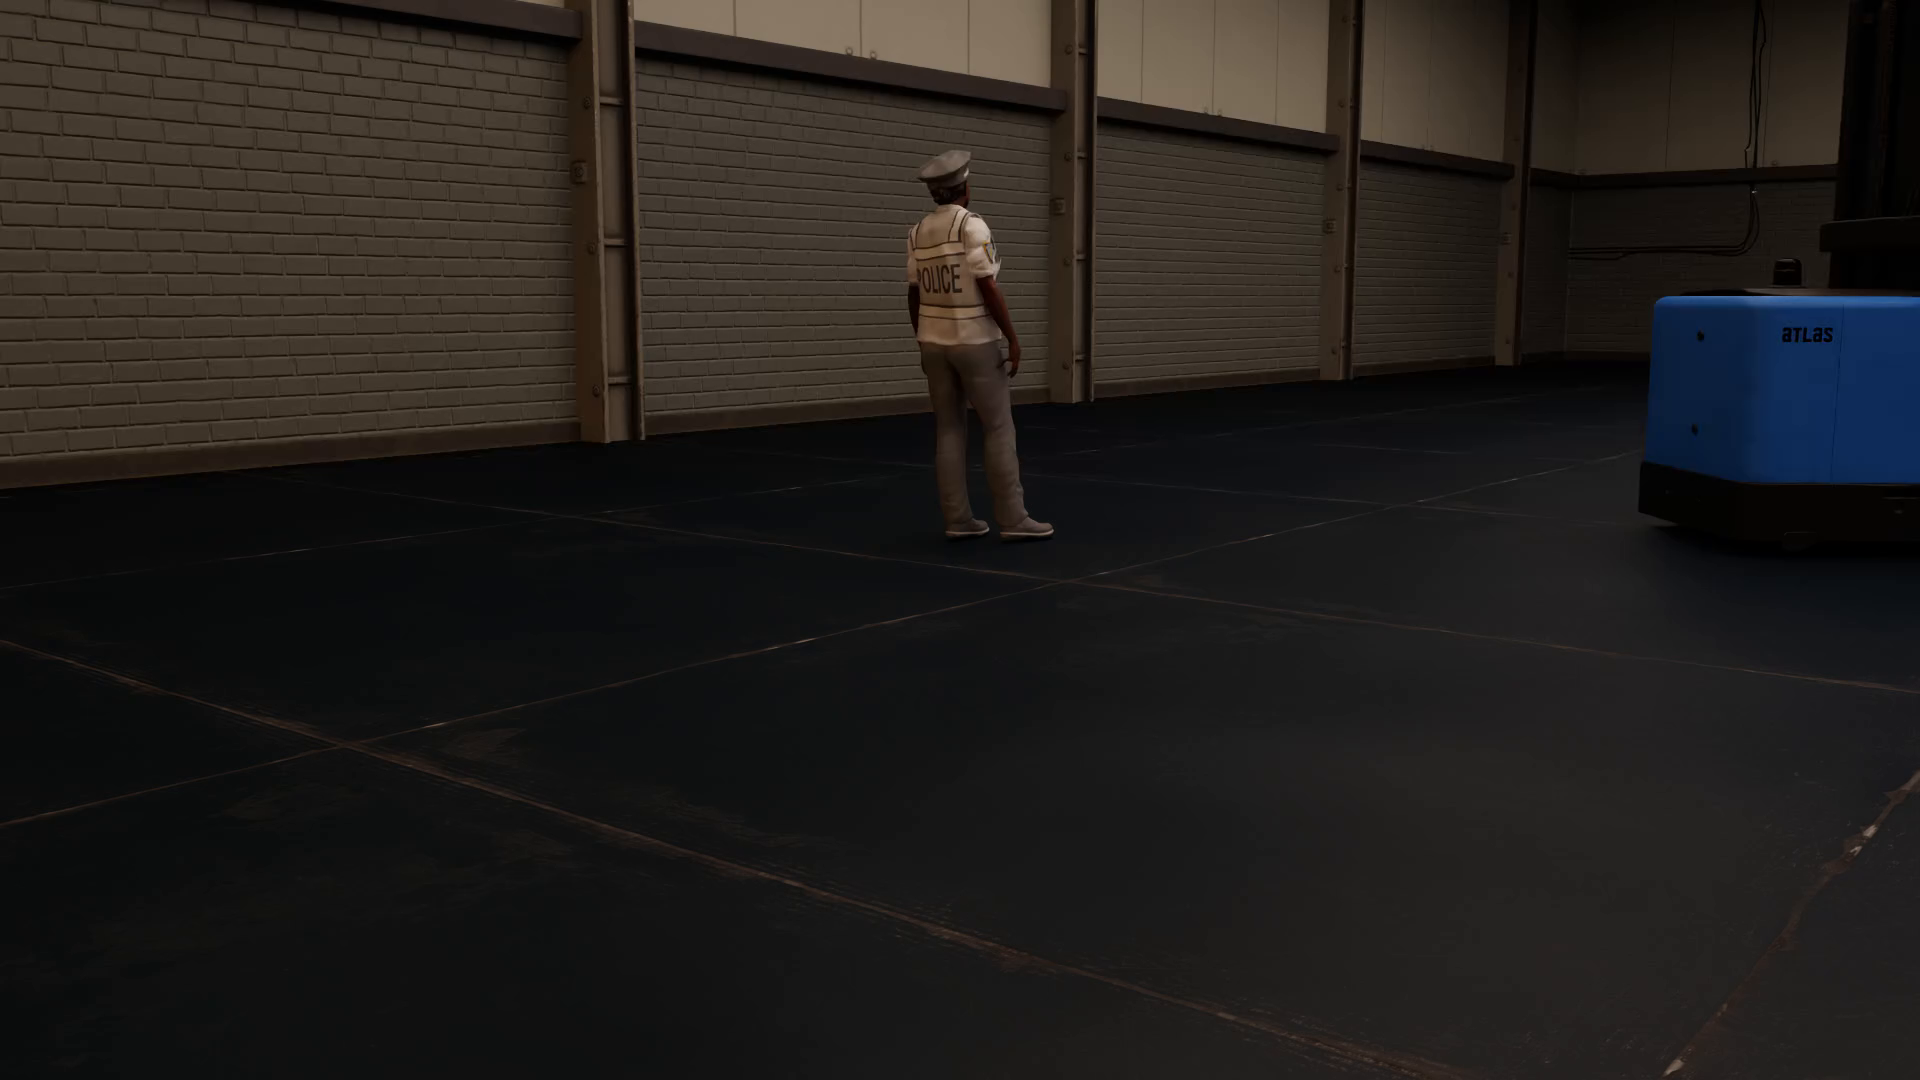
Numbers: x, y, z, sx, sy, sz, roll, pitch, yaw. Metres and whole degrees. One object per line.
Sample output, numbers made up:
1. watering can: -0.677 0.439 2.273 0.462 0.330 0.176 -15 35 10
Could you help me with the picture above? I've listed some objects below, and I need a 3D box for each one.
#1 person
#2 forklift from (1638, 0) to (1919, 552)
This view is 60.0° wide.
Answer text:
1. person: 0.063 -0.852 7.327 0.569 1.695 0.528 7 11 38
2. forklift: 4.713 -1.454 7.220 3.031 2.935 1.130 0 8 -2
